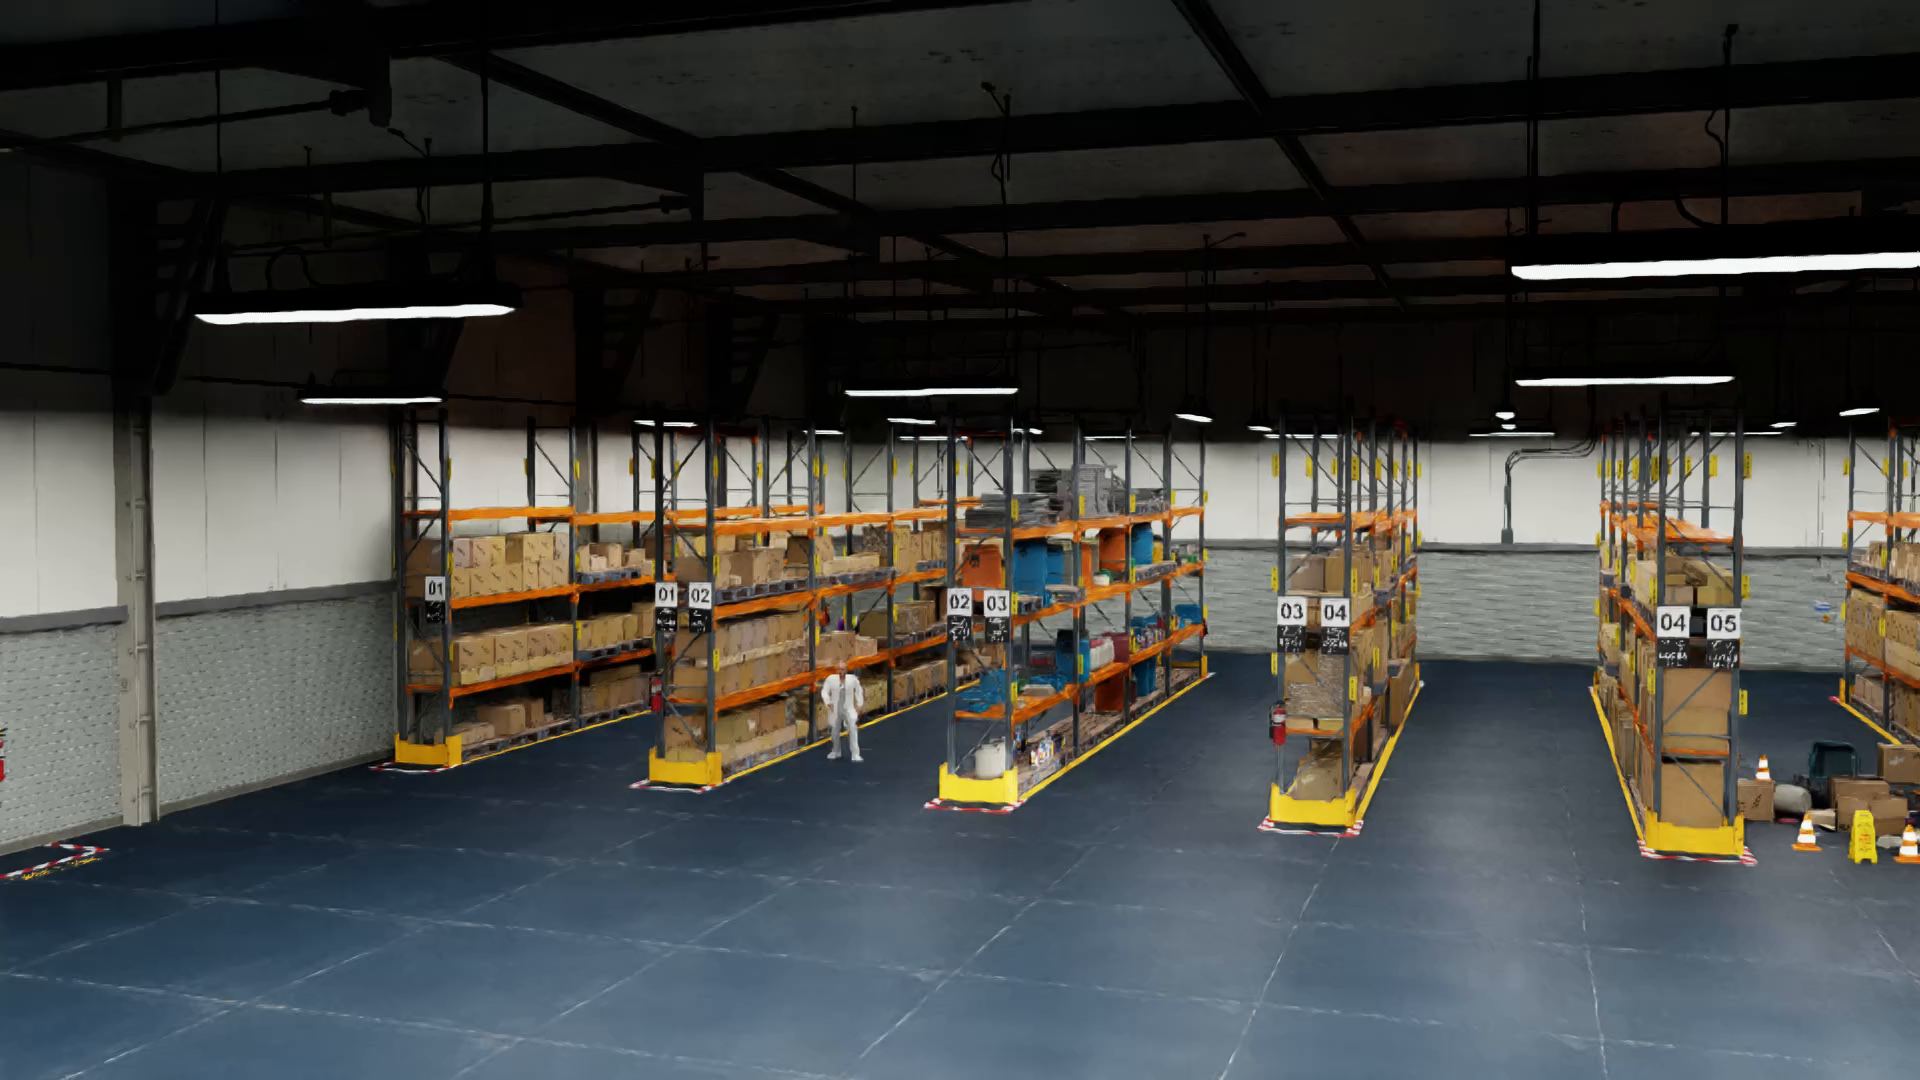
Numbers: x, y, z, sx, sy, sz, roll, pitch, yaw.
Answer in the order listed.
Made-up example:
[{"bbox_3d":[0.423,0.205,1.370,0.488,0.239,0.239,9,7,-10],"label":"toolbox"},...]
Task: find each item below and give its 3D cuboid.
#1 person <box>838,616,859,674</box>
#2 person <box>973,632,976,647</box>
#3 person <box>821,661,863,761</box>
[{"bbox_3d":[-2.671,2.412,39.559,0.661,1.762,0.559,-2,3,-42],"label":"person"},{"bbox_3d":[0.249,2.200,45.471,0.542,1.675,1.126,1,3,21],"label":"person"},{"bbox_3d":[-2.003,2.913,28.485,0.735,1.719,0.868,0,2,1],"label":"person"}]
